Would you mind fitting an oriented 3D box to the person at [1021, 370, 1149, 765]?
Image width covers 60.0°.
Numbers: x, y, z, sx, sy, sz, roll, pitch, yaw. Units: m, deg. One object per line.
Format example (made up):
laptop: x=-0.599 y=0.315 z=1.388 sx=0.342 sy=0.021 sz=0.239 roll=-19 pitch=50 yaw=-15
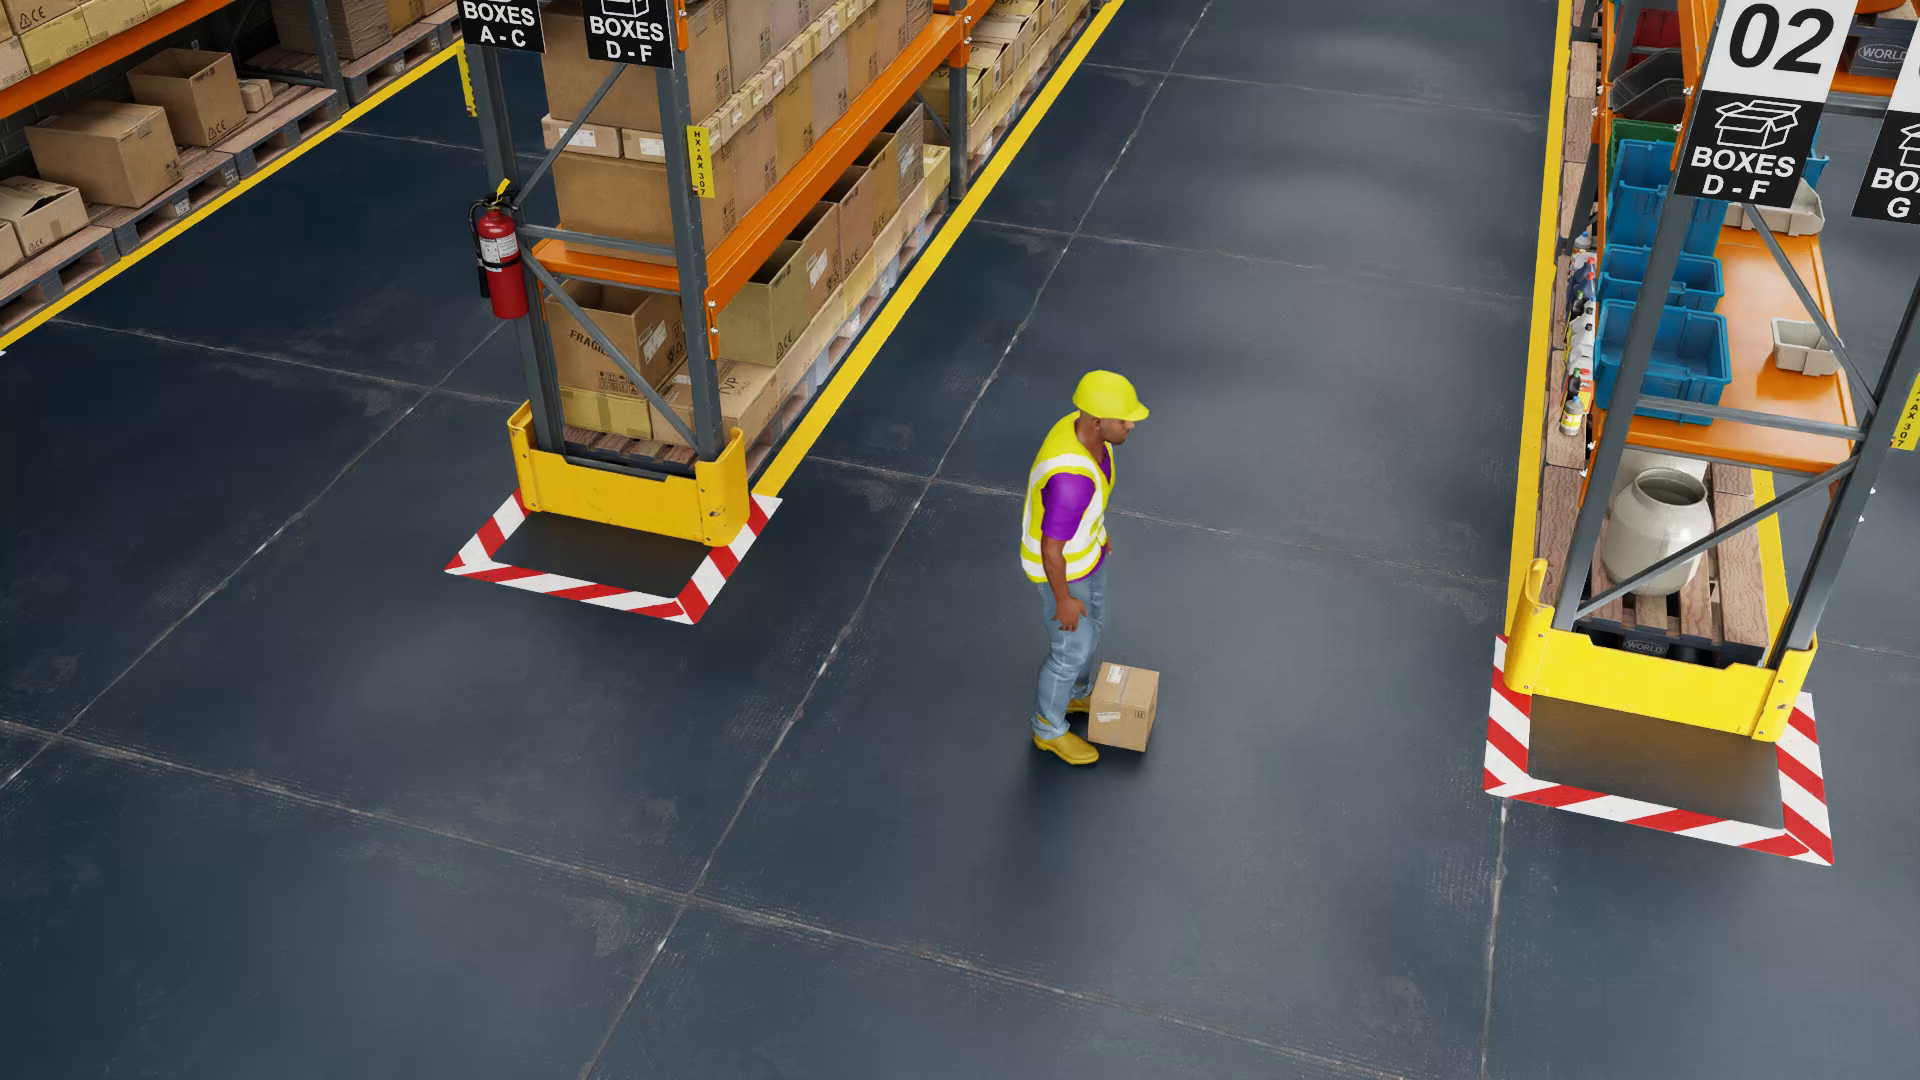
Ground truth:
person: x=0.487 y=0.083 z=6.766 sx=0.460 sy=1.761 sz=0.627 roll=10 pitch=38 yaw=14
